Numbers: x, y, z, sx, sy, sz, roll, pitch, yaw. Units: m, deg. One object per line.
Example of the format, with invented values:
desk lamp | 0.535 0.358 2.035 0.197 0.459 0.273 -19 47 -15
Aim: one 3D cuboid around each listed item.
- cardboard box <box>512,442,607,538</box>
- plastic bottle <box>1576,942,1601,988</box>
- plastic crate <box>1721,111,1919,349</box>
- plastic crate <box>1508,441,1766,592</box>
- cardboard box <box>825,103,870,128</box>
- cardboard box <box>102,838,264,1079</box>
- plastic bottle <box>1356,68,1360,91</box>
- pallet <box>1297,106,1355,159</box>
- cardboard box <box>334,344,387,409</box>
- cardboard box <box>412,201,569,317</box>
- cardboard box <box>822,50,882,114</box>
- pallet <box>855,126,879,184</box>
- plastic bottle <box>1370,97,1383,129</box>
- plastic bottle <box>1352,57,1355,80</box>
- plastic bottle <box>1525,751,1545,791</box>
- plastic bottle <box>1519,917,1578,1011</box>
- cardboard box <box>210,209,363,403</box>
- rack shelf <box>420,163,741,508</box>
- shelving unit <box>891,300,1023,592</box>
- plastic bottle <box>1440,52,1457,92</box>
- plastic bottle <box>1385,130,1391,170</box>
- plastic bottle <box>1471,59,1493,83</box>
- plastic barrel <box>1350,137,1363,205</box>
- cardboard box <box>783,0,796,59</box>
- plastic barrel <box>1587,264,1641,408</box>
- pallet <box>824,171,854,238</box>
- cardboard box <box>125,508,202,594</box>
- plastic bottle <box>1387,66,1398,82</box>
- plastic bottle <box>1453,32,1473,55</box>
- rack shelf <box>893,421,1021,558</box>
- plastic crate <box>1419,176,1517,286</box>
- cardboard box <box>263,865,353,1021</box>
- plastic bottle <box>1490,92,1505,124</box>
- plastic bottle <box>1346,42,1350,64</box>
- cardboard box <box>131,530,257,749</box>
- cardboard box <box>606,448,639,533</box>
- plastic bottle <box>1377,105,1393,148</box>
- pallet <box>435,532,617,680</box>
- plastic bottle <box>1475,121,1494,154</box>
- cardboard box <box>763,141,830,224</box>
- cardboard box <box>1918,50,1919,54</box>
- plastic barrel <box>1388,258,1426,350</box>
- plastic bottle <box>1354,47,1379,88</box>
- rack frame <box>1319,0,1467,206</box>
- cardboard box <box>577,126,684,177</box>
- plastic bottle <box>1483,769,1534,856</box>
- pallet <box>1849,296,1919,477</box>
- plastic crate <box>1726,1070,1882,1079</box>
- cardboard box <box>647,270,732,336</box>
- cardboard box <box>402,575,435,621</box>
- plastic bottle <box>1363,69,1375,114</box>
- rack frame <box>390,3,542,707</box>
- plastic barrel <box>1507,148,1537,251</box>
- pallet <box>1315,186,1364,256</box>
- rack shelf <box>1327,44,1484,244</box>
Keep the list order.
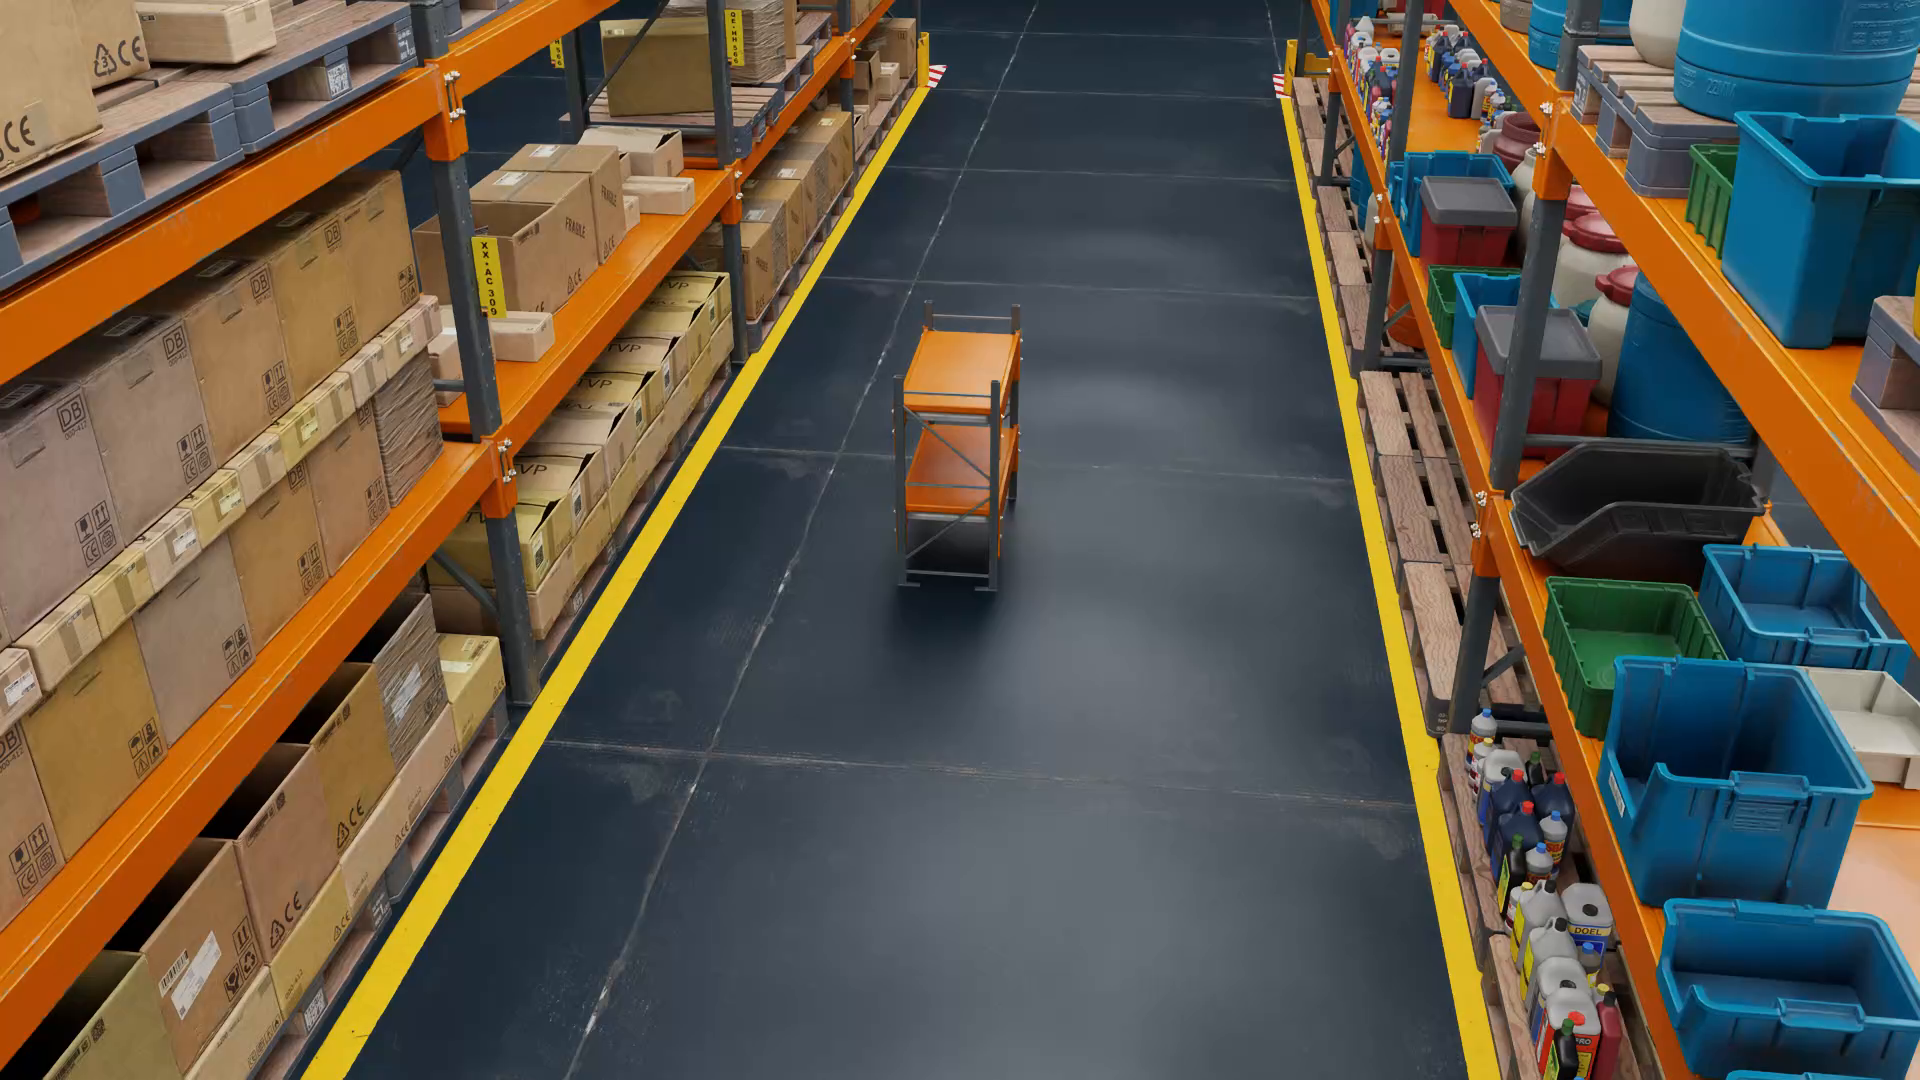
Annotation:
cardboard box | -2.023 -0.274 7.961 0.500 0.311 0.500 3 28 6
plastic bottle | 2.045 1.409 5.458 0.097 0.201 0.097 0 28 0
plastic crate | 1.973 -0.694 3.729 0.392 0.384 0.575 3 28 6
plastic crate | 2.338 -0.081 5.804 0.767 0.338 0.504 3 28 6
cardboard box | -1.045 -3.942 15.428 0.380 0.166 0.250 3 28 6
cardboard box | -2.483 1.230 4.970 0.500 0.500 0.500 3 28 6
plastic bottle | 2.919 -3.342 11.999 0.097 0.201 0.097 0 28 0
pallet | 3.707 -3.810 15.600 1.003 0.211 1.213 3 28 6
cardboard box | -2.270 -0.587 5.887 0.380 0.149 0.250 3 28 5
cardboard box | -2.212 -1.290 7.876 0.500 0.500 0.500 5 29 10
cardboard box | -1.182 -4.383 15.890 0.797 0.503 0.637 3 28 6
pallet | -1.322 -3.499 15.022 1.003 0.211 1.213 3 28 6
plastic bottle | 2.789 -2.841 11.070 0.097 0.201 0.097 0 28 0
plastic bottle | 2.964 -3.514 12.319 0.097 0.201 0.097 0 28 0
plastic bottle | 2.147 0.939 6.245 0.061 0.283 0.133 3 28 6
plastic bottle | 1.920 1.357 5.398 0.144 0.351 0.185 5 29 8
cardboard box | -2.496 -0.805 5.609 0.700 0.500 0.500 3 28 6
rack shelf | -2.142 -1.262 8.689 1.077 0.370 4.000 3 28 6
shelving unit | 0.001 -0.498 8.489 0.538 1.125 1.048 3 28 6
plastic bottle | 3.532 -3.378 11.994 0.097 0.271 0.097 0 28 0
plastic bottle | 2.645 -2.395 10.155 0.061 0.283 0.133 3 28 6
plastic bottle | 3.586 -3.122 11.434 0.144 0.351 0.185 3 28 6
plastic barrel | 3.425 -3.120 13.148 0.600 0.901 0.708 3 28 6
cardboard box | -1.562 -3.797 12.087 0.700 0.500 0.500 -4 29 -7
plastic barrel | 2.863 -0.845 7.013 0.433 0.535 0.433 0 28 0
pallet | -1.469 -2.790 13.707 1.003 0.211 1.213 3 28 6
cardboard box | -2.426 0.020 4.761 0.380 0.149 0.250 4 29 7
plastic bottle | 3.010 -3.163 11.594 0.097 0.271 0.097 0 28 0
plastic bottle | 3.698 -3.553 12.235 0.144 0.351 0.185 3 28 6
rack shelf | 0.001 -0.283 8.605 0.538 0.278 1.000 3 28 6
plastic crate | 2.517 -1.516 8.334 0.402 0.464 0.583 3 28 6
cardboard box | -2.405 1.326 5.583 0.500 0.250 0.500 3 28 6
plastic bottle | 3.535 -2.801 10.923 0.097 0.271 0.097 0 28 0
plastic bottle | 3.028 -3.760 12.776 0.097 0.201 0.097 0 28 0
cardboard box | -2.621 0.253 5.011 0.700 0.500 0.500 4 29 8
cardboard box | -1.967 -0.272 8.548 0.500 0.250 0.500 3 28 5
plastic bottle | 2.729 -2.643 10.629 0.097 0.271 0.097 0 28 0
pallet | -2.336 0.241 8.080 1.003 0.211 1.213 3 28 6
plastic bottle | 3.323 -2.544 10.520 0.097 0.201 0.097 0 28 0
cardboard box | -1.314 -2.779 12.918 0.500 0.500 0.500 4 29 7
cardboard box | 8.695 -3.805 14.447 0.875 0.875 0.875 3 28 6
plastic barrel | 3.061 -1.691 10.572 0.600 0.830 0.708 3 28 6
plastic bottle | 2.960 -3.427 12.080 0.152 0.276 0.135 3 28 6
rack frame | 3.509 -4.114 13.223 1.000 3.000 0.127 3 28 6
cardboard box | -1.985 -2.312 9.974 0.500 0.311 0.500 5 29 9
plastic bottle | 2.018 0.980 6.096 0.144 0.351 0.185 4 29 8
pallet | 2.237 -0.086 2.784 1.003 0.211 1.213 3 28 6
plastic crate | 1.803 1.347 3.243 0.499 0.251 0.616 3 28 6
cardboard box | -1.717 -1.481 10.201 0.500 0.311 0.500 4 29 8
cardboard box | -2.624 0.176 7.717 0.500 0.250 0.500 3 28 6
plastic bottle | 2.824 -3.082 11.432 0.061 0.283 0.133 3 28 6
rack frame | -2.387 -0.637 6.771 1.000 3.000 0.127 3 28 6
plastic barrel | 3.104 -1.783 8.780 0.421 0.512 0.421 0 28 0
pallet | 3.373 -2.525 13.215 1.003 0.211 1.213 3 28 6
rack shelf | 3.263 -2.855 11.646 1.077 0.370 4.000 3 28 6
